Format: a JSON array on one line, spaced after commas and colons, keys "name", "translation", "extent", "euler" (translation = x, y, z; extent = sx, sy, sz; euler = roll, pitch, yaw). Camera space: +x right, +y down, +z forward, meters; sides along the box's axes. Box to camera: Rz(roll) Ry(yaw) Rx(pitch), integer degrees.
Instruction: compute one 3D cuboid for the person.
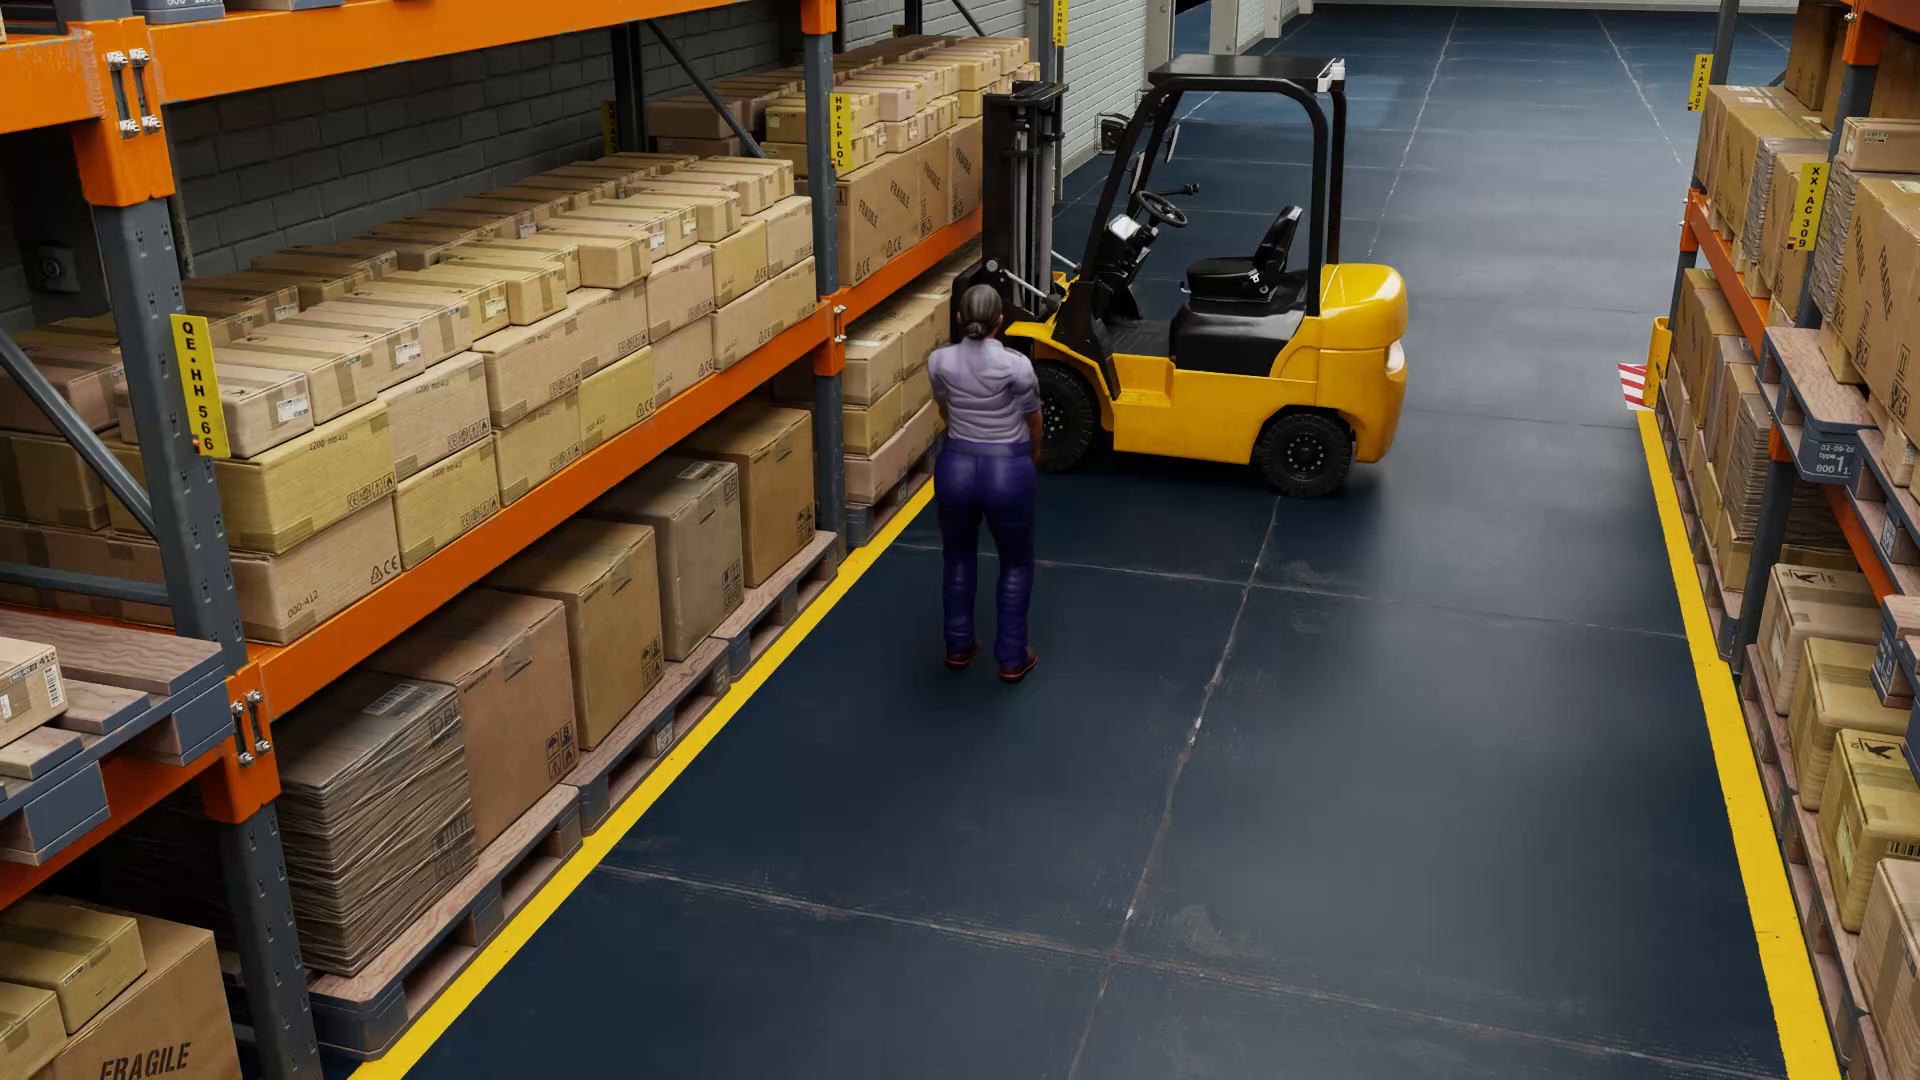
[{"name": "person", "translation": [0.116, -0.253, 6.746], "extent": [0.441, 1.646, 0.519], "euler": [6, 23, 15]}]
